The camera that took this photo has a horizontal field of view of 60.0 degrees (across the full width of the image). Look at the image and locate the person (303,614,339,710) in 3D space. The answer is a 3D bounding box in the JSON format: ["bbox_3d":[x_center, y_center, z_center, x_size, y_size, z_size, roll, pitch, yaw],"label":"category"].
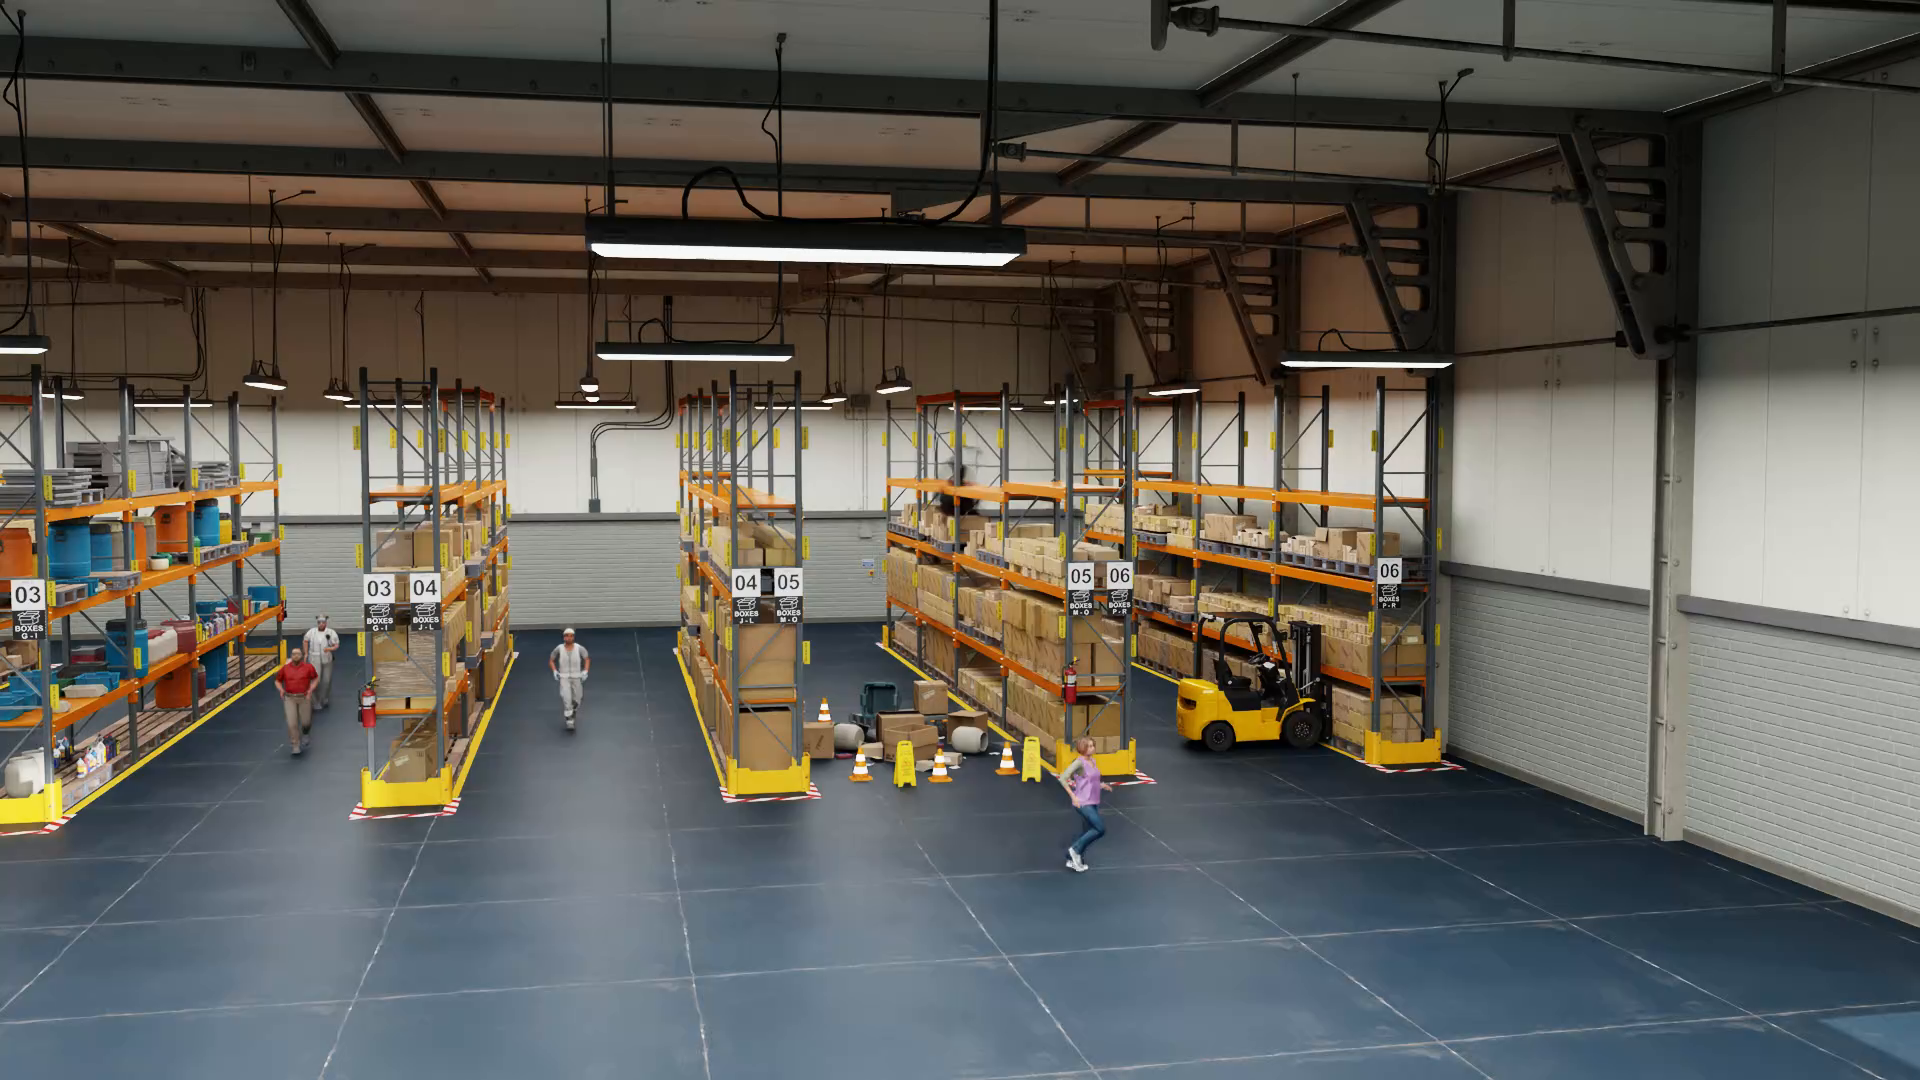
[{"bbox_3d":[-11.914,2.286,31.038,0.629,1.811,0.821,-1,4,-22],"label":"person"}]

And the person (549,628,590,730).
[{"bbox_3d":[-6.806,2.402,28.984,0.697,1.747,0.725,-1,4,-18],"label":"person"}]

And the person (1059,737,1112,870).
[{"bbox_3d":[1.481,3.062,19.230,0.596,1.562,0.504,2,4,29],"label":"person"}]

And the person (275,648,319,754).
[{"bbox_3d":[-10.659,2.571,26.741,0.661,1.670,0.629,-1,4,-20],"label":"person"}]
